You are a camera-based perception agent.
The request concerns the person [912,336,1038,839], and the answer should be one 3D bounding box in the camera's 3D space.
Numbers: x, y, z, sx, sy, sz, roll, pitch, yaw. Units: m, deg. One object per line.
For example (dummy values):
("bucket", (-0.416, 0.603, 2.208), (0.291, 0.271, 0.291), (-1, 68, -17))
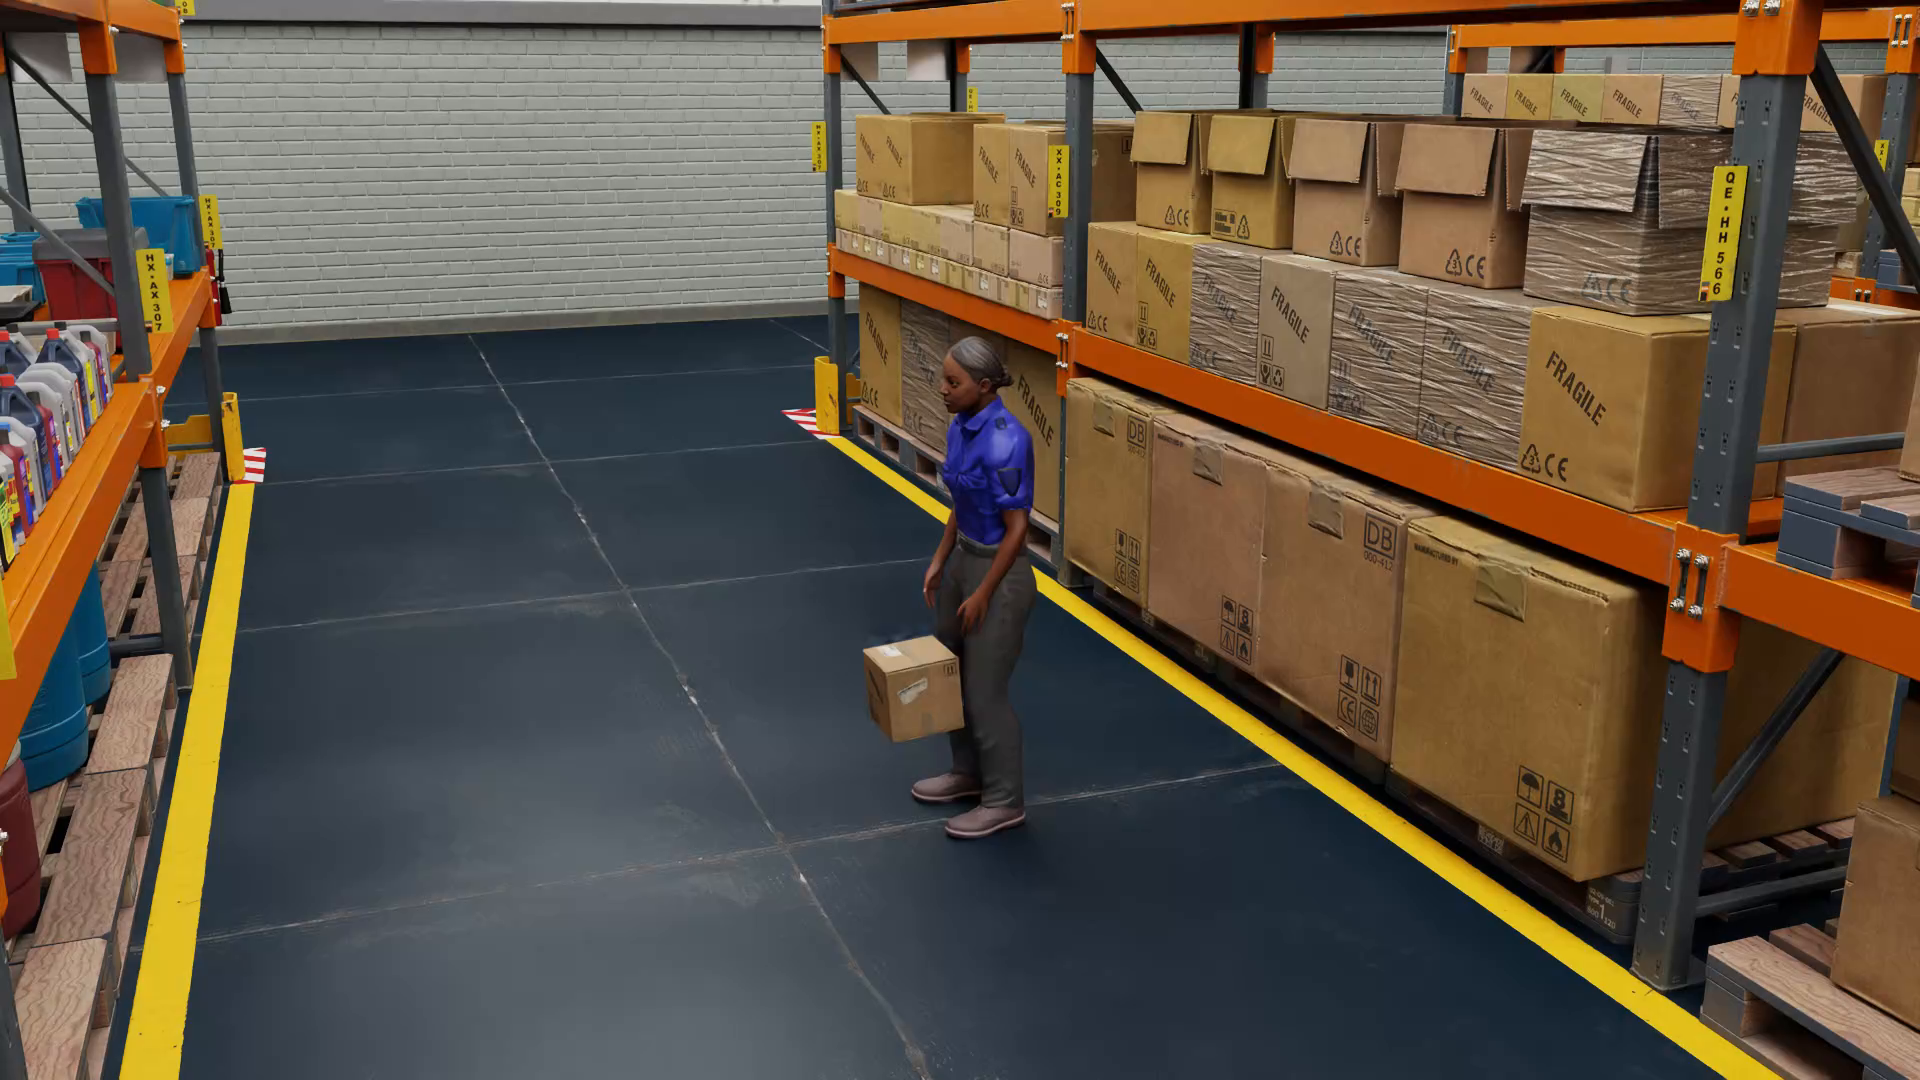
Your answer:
("person", (0.062, 0.145, 5.512), (0.345, 1.659, 0.494), (-6, 17, -20))
